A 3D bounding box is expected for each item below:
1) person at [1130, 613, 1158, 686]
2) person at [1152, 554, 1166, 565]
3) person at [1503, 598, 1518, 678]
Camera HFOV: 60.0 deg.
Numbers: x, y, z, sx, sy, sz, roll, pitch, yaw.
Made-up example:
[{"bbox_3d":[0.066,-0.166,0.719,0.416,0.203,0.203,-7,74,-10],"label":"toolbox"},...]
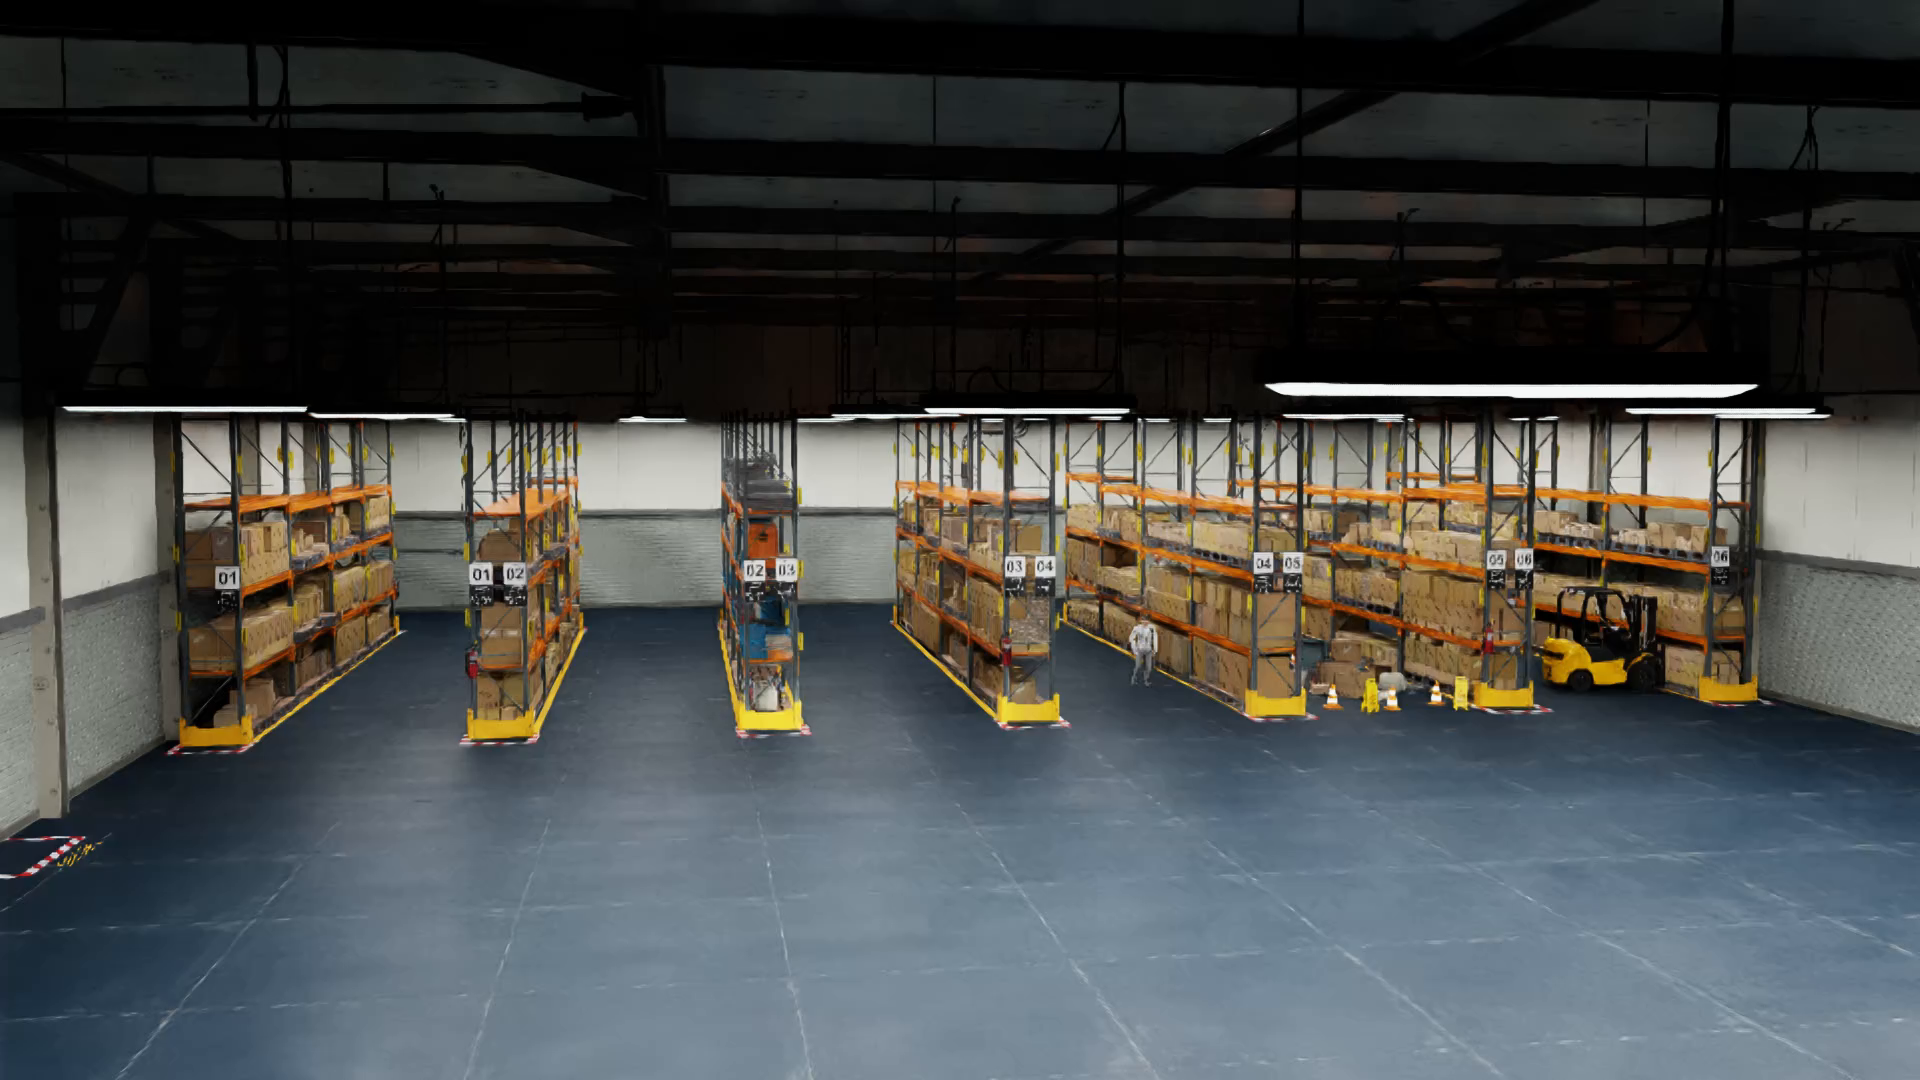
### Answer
[{"bbox_3d":[4.020,2.380,36.349,0.637,1.632,0.512,-1,4,-10],"label":"person"},{"bbox_3d":[6.233,1.231,51.682,0.508,1.765,0.632,-4,5,-43],"label":"person"},{"bbox_3d":[12.333,2.202,37.458,0.498,1.784,0.614,1,4,20],"label":"person"}]
